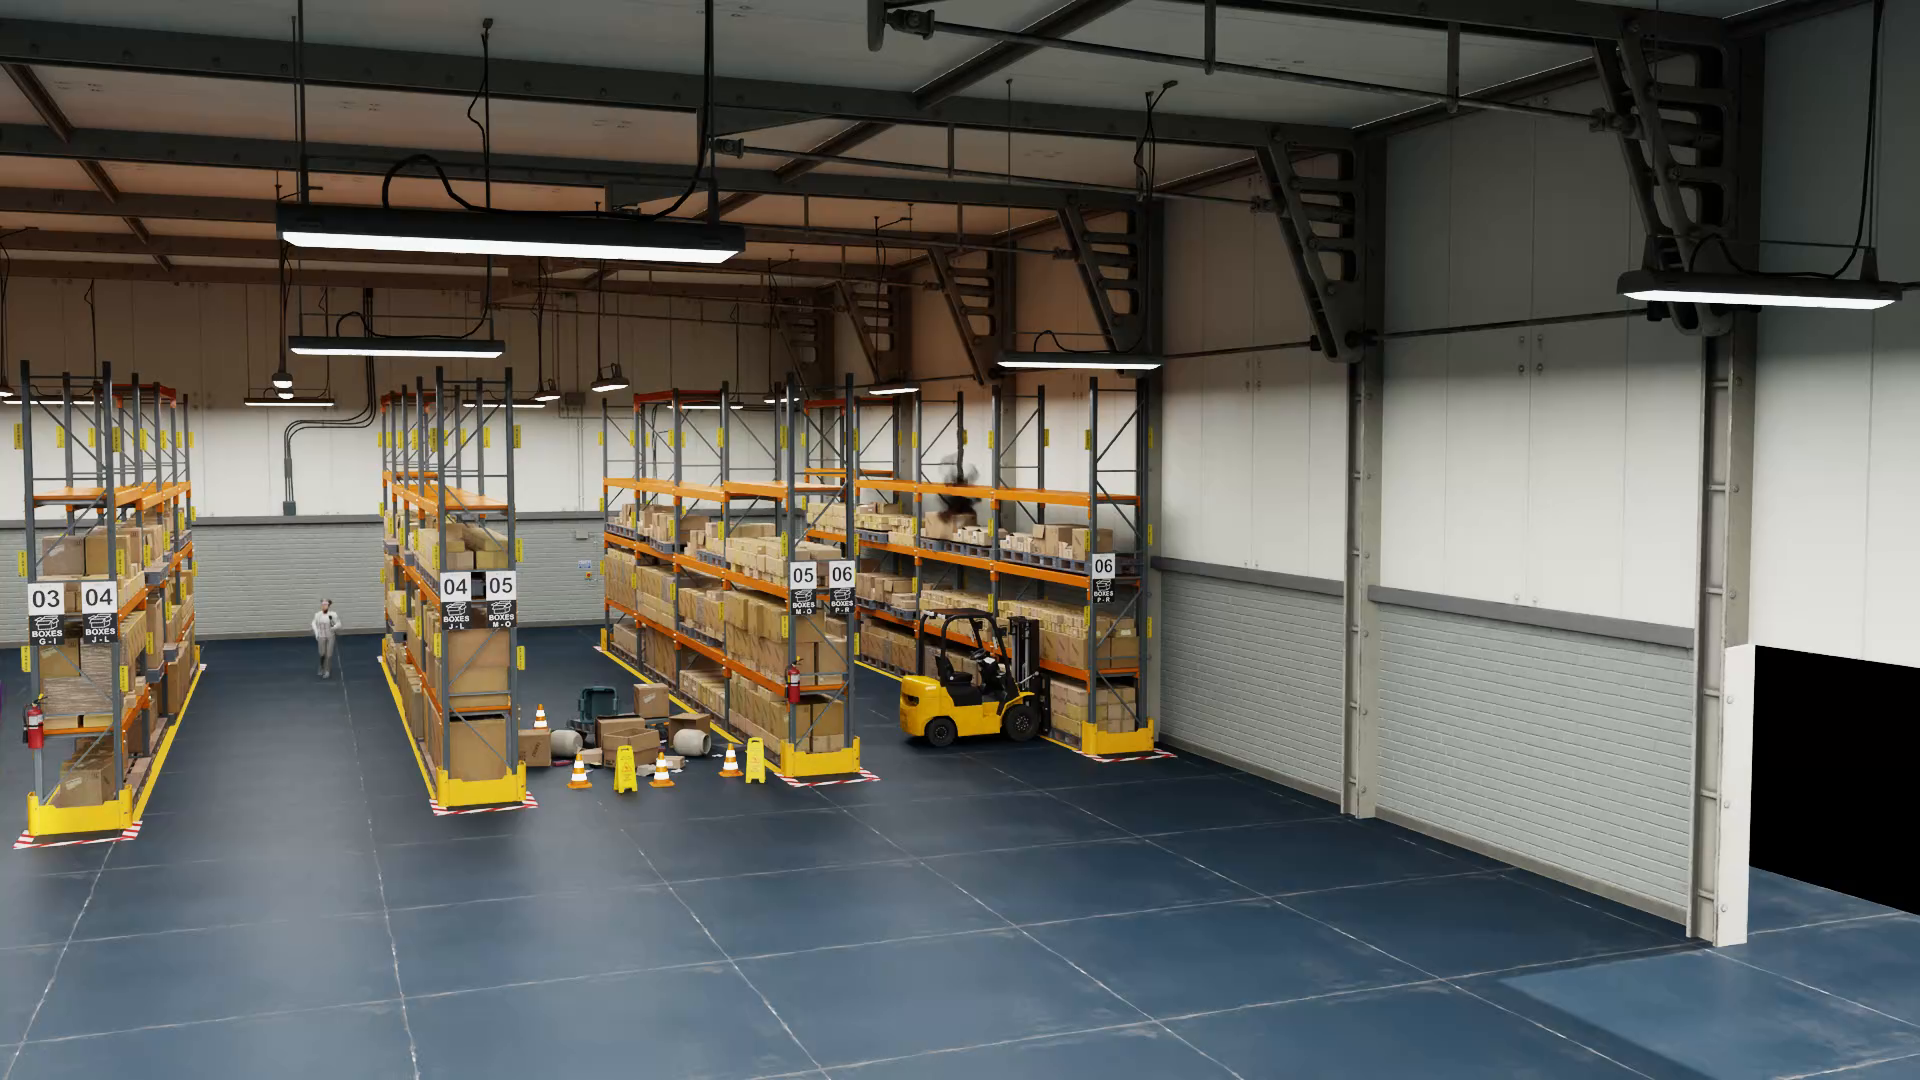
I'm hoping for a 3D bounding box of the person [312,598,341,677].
[{"bbox_3d":[-13.320,2.057,34.971,0.591,1.666,0.593,-1,4,-16],"label":"person"}]
